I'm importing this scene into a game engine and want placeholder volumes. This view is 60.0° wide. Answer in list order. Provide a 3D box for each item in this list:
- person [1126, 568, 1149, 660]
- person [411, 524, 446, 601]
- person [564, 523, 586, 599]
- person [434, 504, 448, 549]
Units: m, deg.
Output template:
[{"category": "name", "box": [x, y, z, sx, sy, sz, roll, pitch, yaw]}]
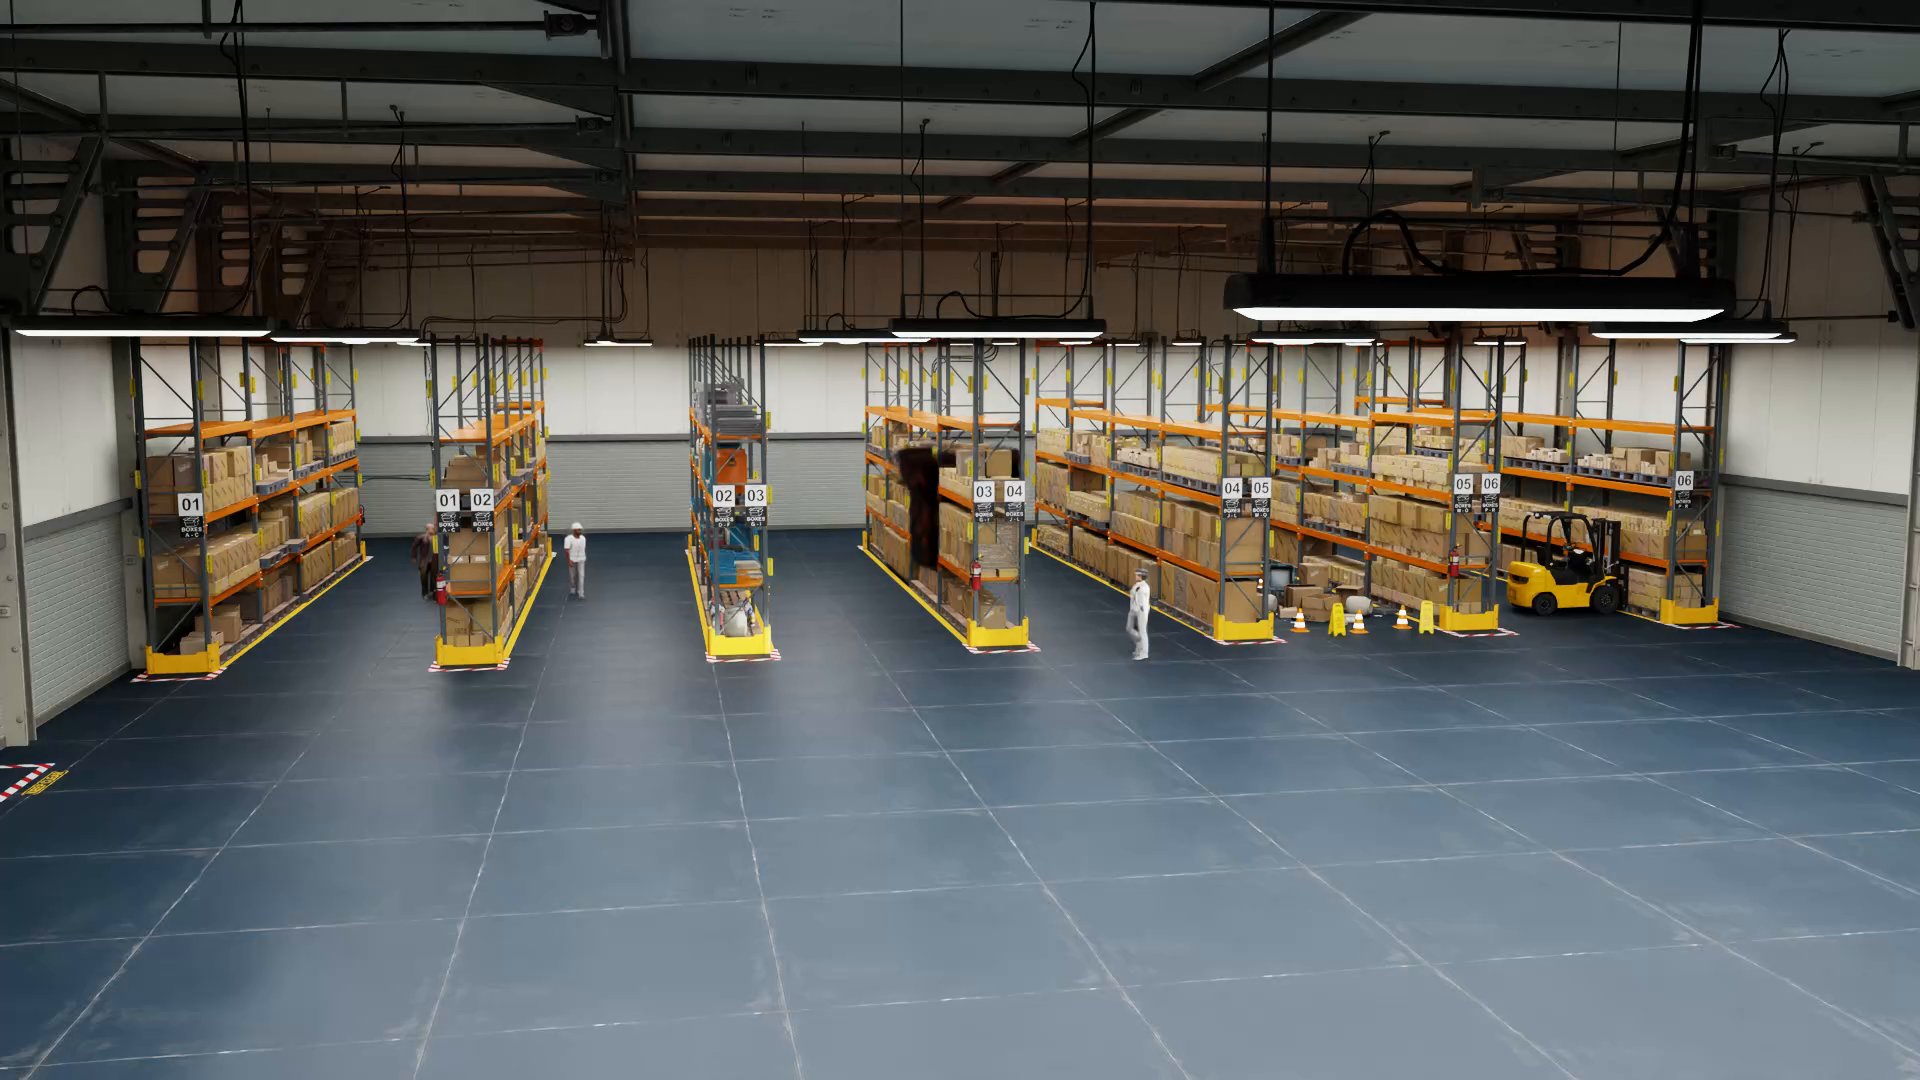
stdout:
[{"category": "person", "box": [3.327, 1.360, 30.842, 0.389, 1.692, 0.511, -3, 7, -23]}, {"category": "person", "box": [-12.219, 0.518, 38.294, 0.793, 1.812, 0.936, -1, 7, -10]}, {"category": "person", "box": [-8.877, 0.477, 38.382, 0.491, 1.726, 1.027, -2, 7, -13]}, {"category": "person", "box": [-14.912, -0.504, 47.687, 0.460, 1.538, 0.443, 2, 7, 15]}]
